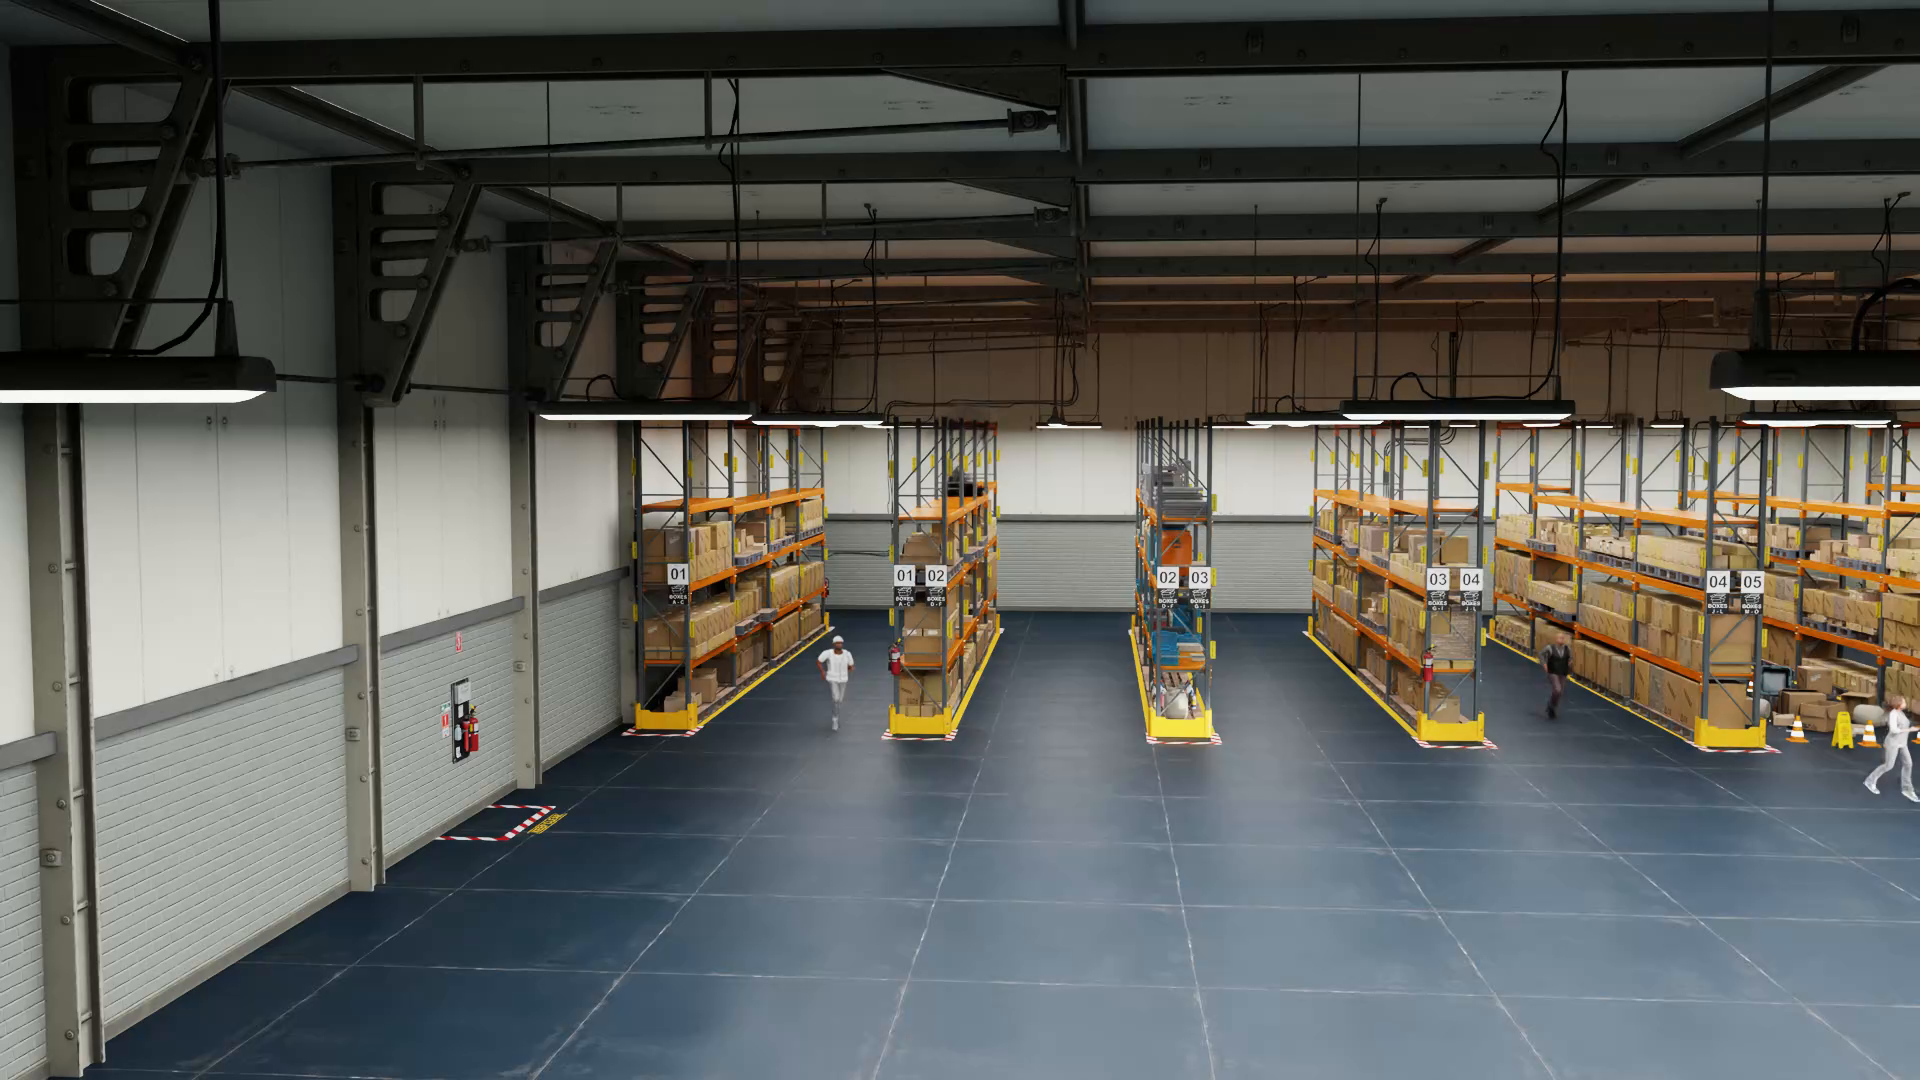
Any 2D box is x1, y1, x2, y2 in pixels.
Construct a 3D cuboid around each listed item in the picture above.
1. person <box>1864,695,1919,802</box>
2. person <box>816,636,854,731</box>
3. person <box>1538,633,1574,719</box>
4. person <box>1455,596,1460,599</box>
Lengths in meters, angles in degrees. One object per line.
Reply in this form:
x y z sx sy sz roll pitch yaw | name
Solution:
14.525 3.216 25.878 0.565 1.631 0.778 -3 5 -40 | person
-2.362 2.750 32.094 0.672 1.816 0.762 -2 4 -26 | person
11.885 2.705 33.174 0.565 1.708 0.741 -1 4 -8 | person
14.015 1.785 46.795 0.849 1.789 0.710 -2 4 -24 | person
